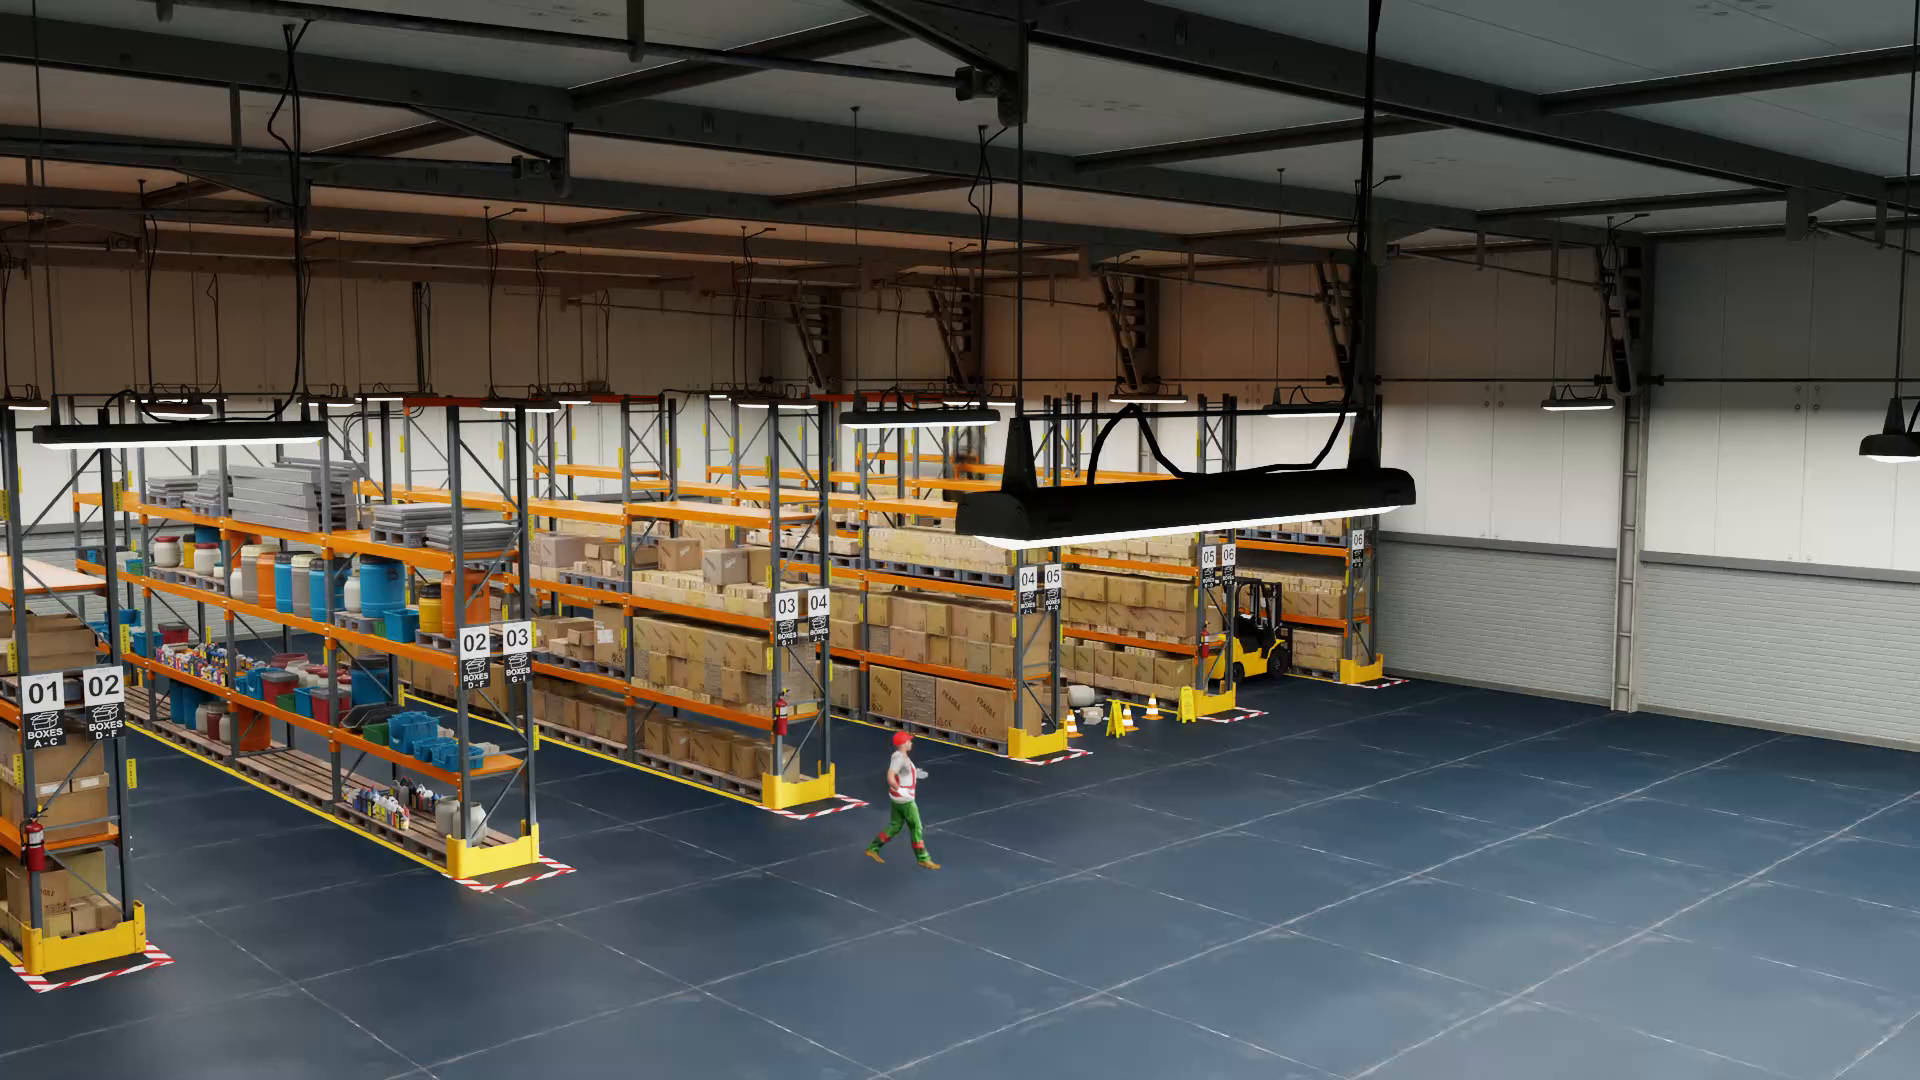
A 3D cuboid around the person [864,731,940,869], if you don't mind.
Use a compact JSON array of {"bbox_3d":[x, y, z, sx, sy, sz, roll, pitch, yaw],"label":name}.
[{"bbox_3d":[-0.751,3.354,21.403,0.983,1.805,0.651,-2,6,-15],"label":"person"}]
